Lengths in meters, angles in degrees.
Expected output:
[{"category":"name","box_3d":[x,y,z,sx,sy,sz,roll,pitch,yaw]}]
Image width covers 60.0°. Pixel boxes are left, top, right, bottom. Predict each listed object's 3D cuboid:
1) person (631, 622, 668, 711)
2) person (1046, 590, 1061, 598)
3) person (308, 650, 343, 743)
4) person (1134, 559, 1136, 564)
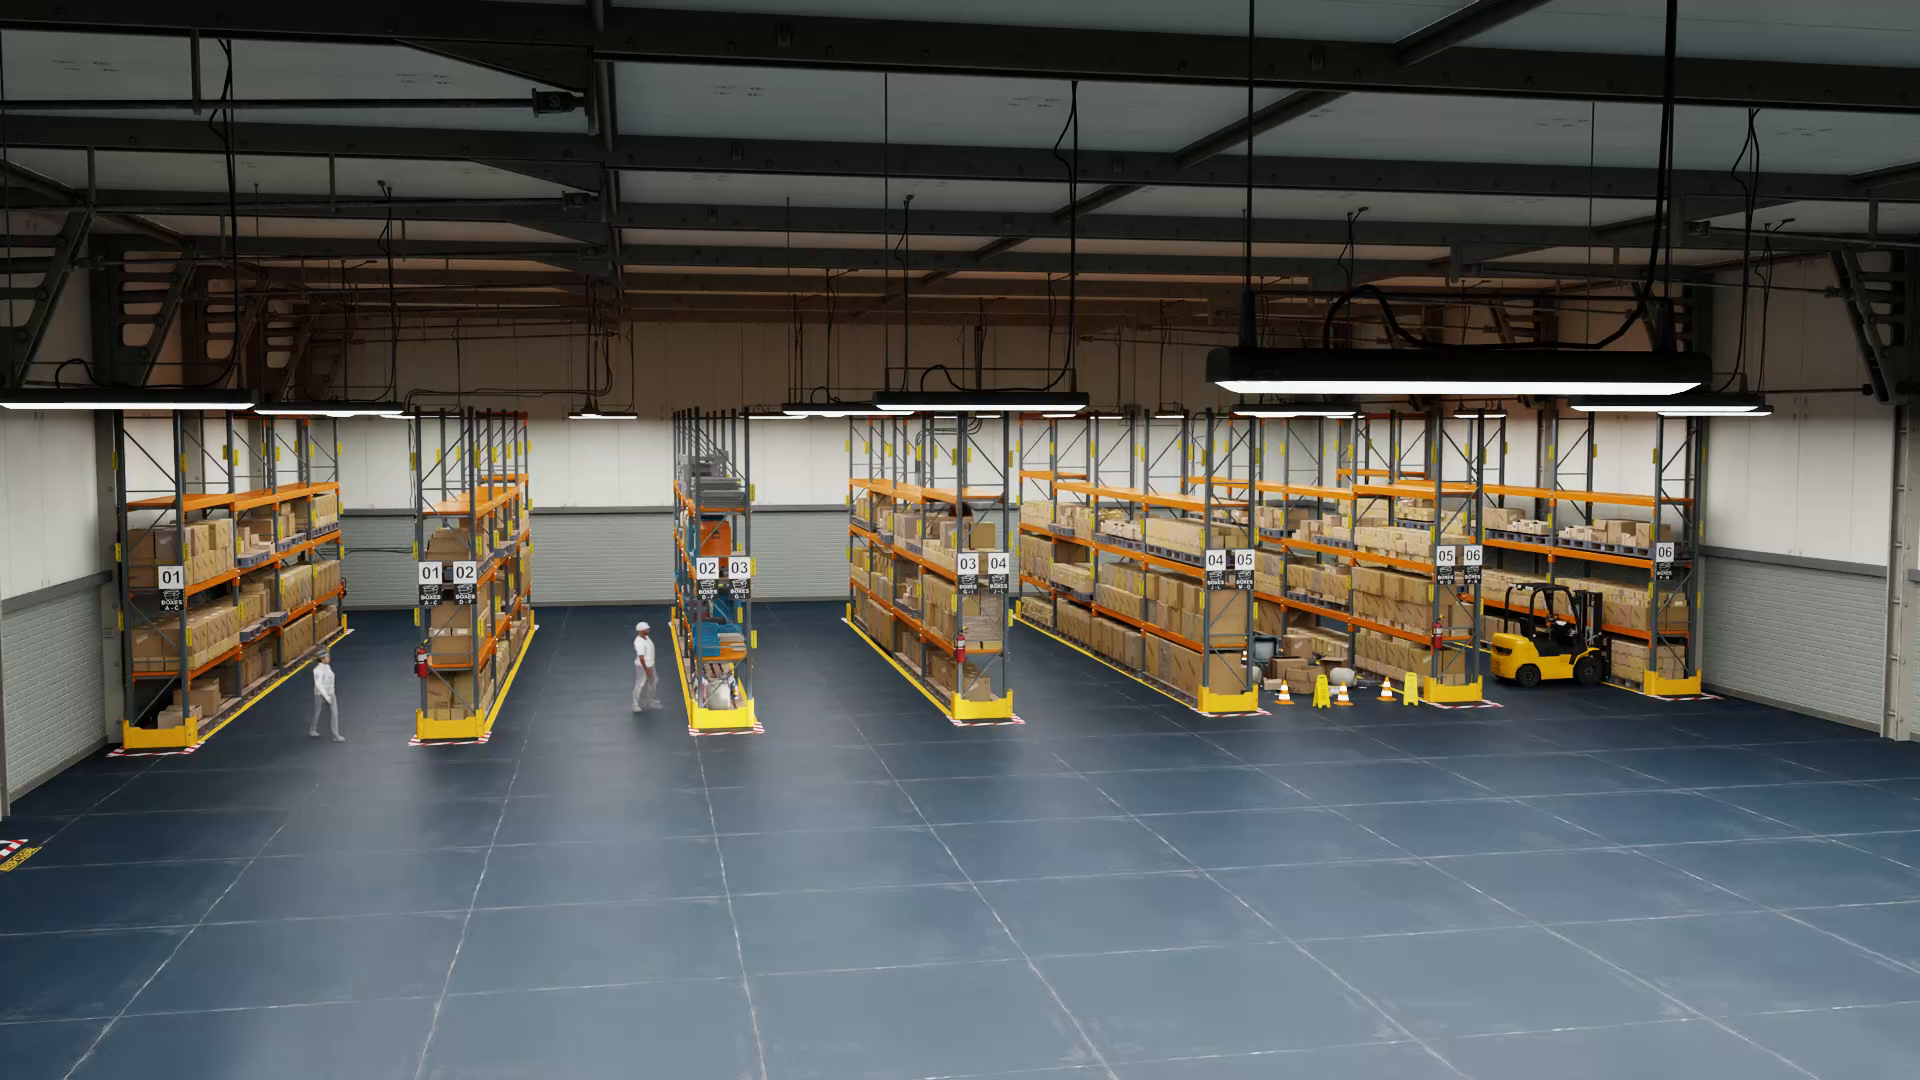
[{"category":"person","box_3d":[-6.205,2.506,32.972,0.573,1.782,0.676,1,4,20]},{"category":"person","box_3d":[2.853,1.242,51.363,0.507,1.632,0.449,-2,4,-24]},{"category":"person","box_3d":[-11.392,2.790,29.829,0.425,1.639,1.009,-4,6,-43]},{"category":"person","box_3d":[5.150,1.365,49.033,0.409,1.791,0.616,-3,5,-39]}]
